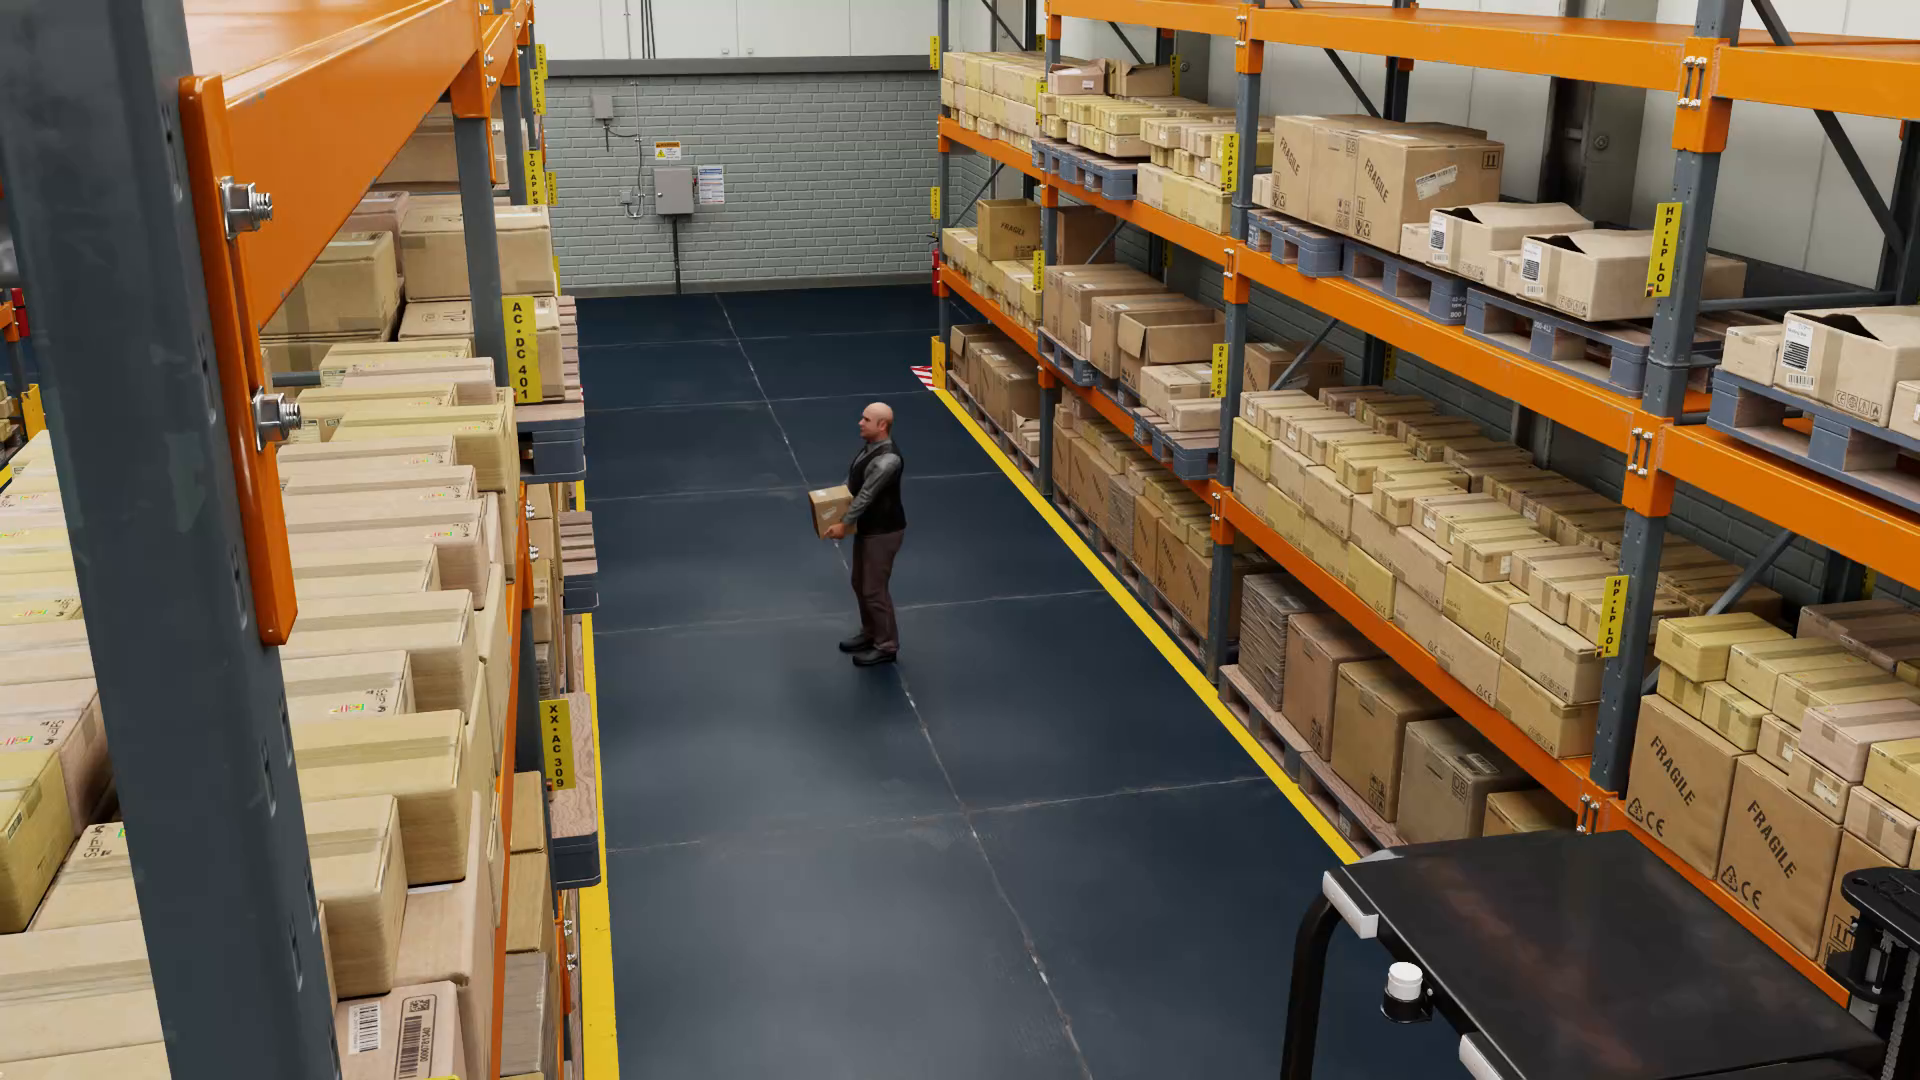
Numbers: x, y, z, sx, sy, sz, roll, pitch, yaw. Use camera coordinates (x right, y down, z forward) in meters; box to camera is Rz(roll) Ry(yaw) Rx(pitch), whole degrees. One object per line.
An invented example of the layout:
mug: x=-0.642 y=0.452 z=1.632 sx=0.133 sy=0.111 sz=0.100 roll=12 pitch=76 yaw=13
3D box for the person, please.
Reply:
person: x=-0.638 y=-0.044 z=10.740 sx=0.527 sy=1.719 sz=0.495 roll=-4 pitch=20 yaw=-12
